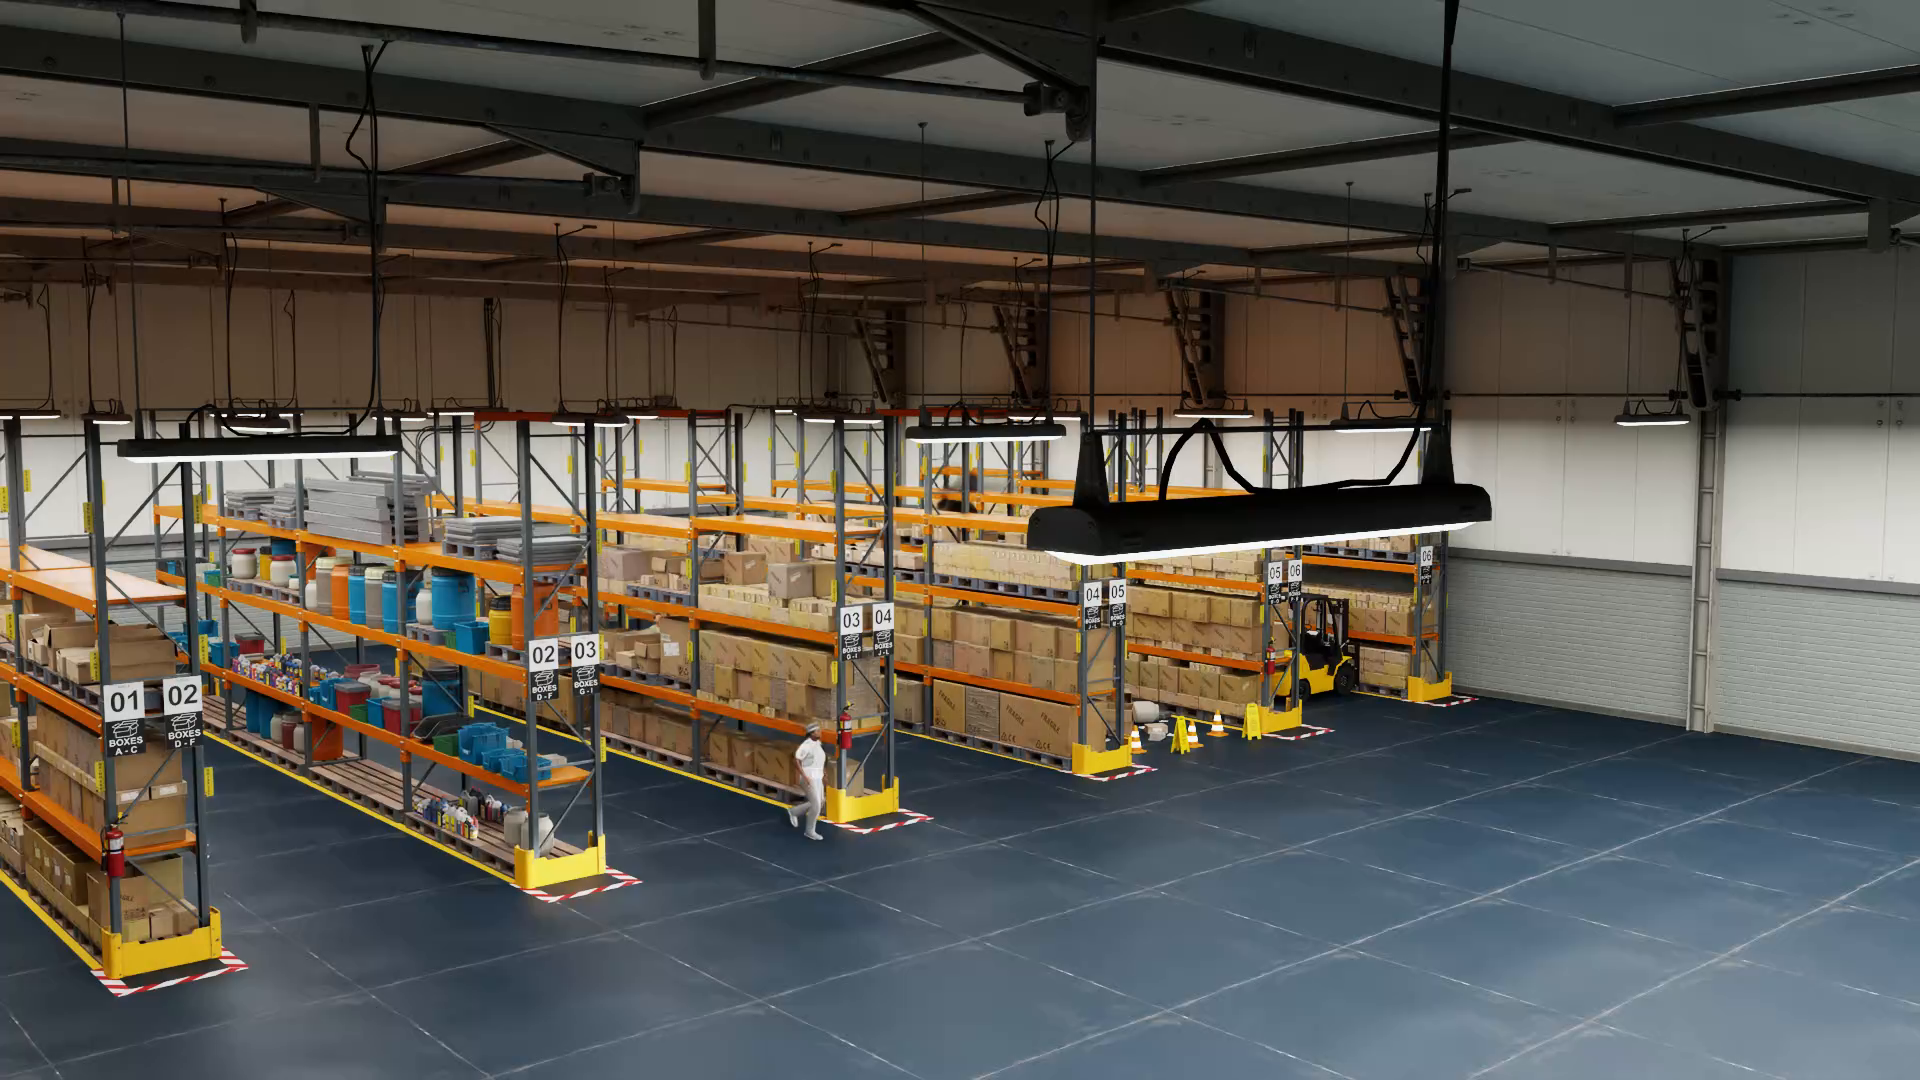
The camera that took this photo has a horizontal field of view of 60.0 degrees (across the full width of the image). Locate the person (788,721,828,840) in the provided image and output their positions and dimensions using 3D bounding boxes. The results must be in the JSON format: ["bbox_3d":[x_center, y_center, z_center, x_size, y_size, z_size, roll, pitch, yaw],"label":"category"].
[{"bbox_3d":[-2.166,3.432,23.907,0.602,1.656,0.619,2,6,25],"label":"person"}]

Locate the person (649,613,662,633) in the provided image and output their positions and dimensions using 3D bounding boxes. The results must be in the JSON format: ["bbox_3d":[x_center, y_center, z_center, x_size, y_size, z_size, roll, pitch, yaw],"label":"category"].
[{"bbox_3d":[-6.431,2.350,35.796,0.590,1.572,0.512,-4,6,-39],"label":"person"}]
